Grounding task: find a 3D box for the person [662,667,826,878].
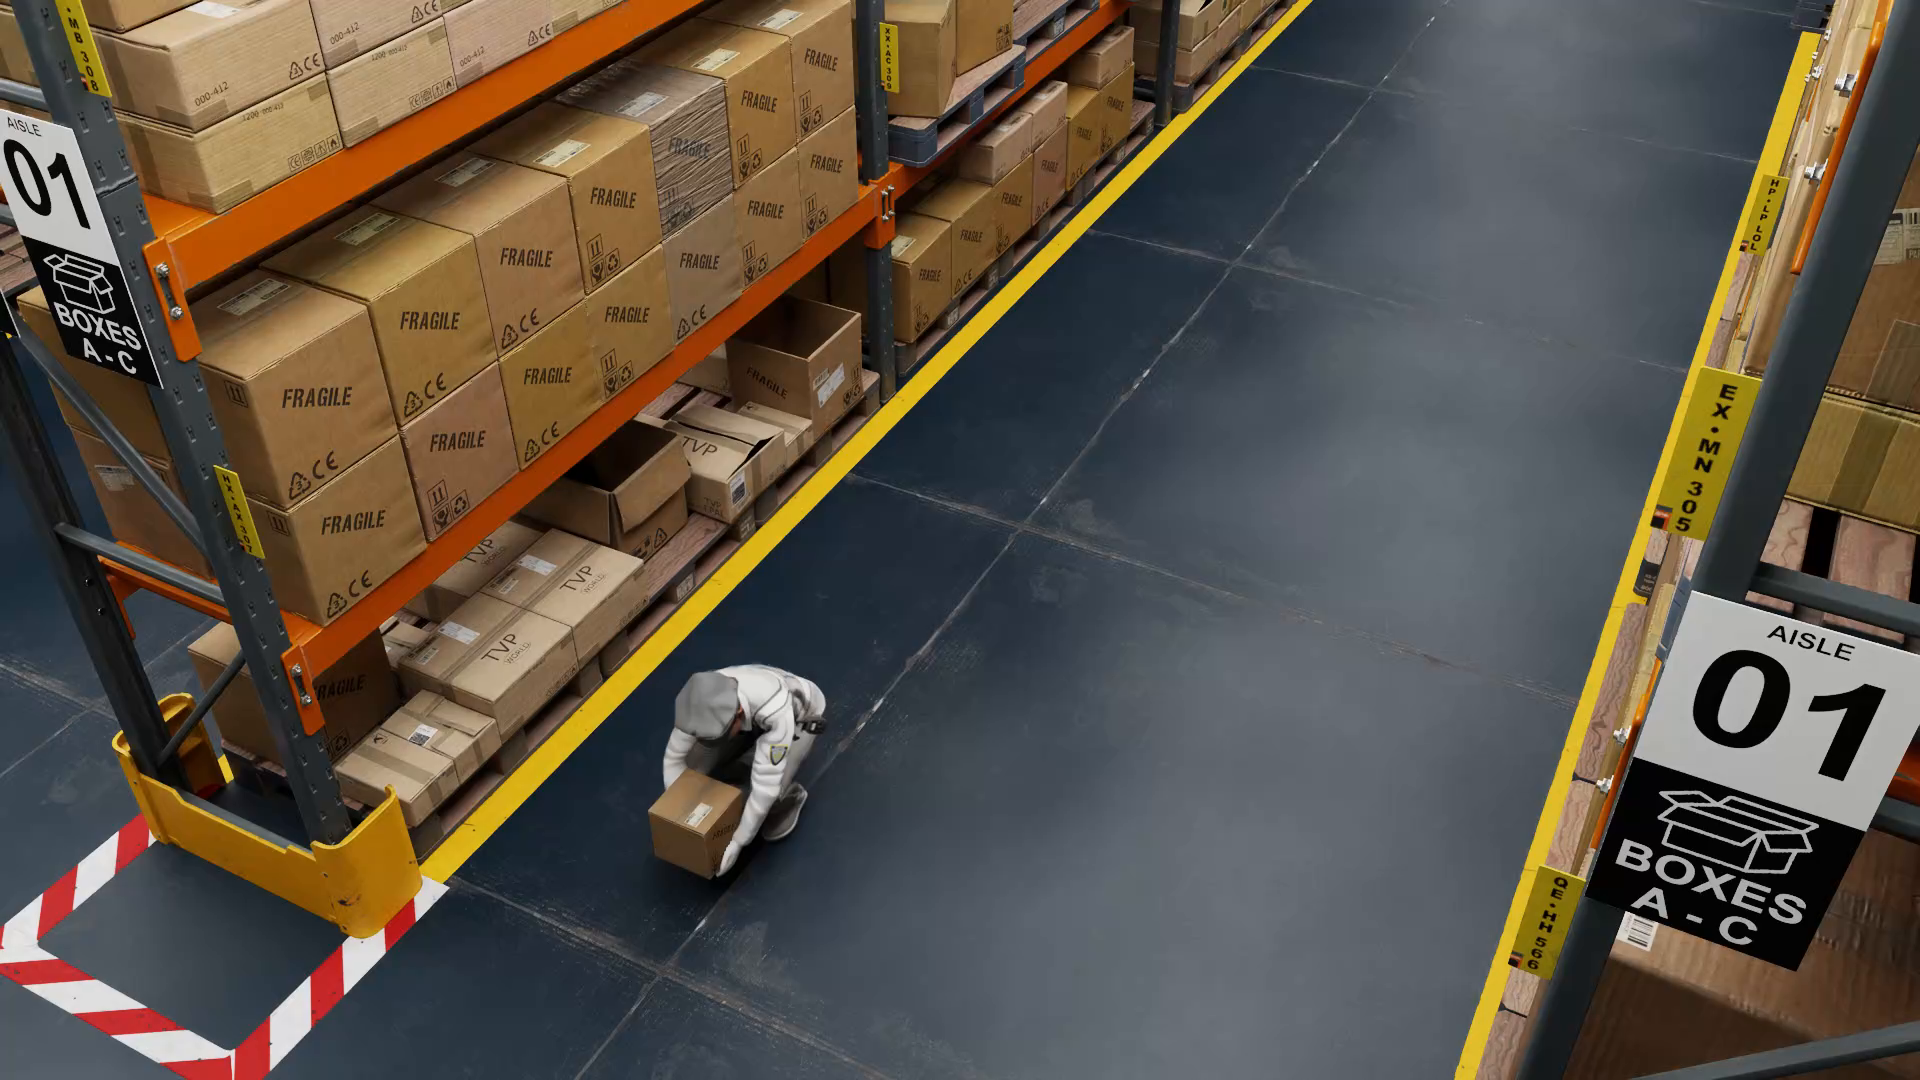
[{"bbox_3d":[-0.835,0.760,6.359,0.493,0.966,0.819,18,42,21],"label":"person"}]
